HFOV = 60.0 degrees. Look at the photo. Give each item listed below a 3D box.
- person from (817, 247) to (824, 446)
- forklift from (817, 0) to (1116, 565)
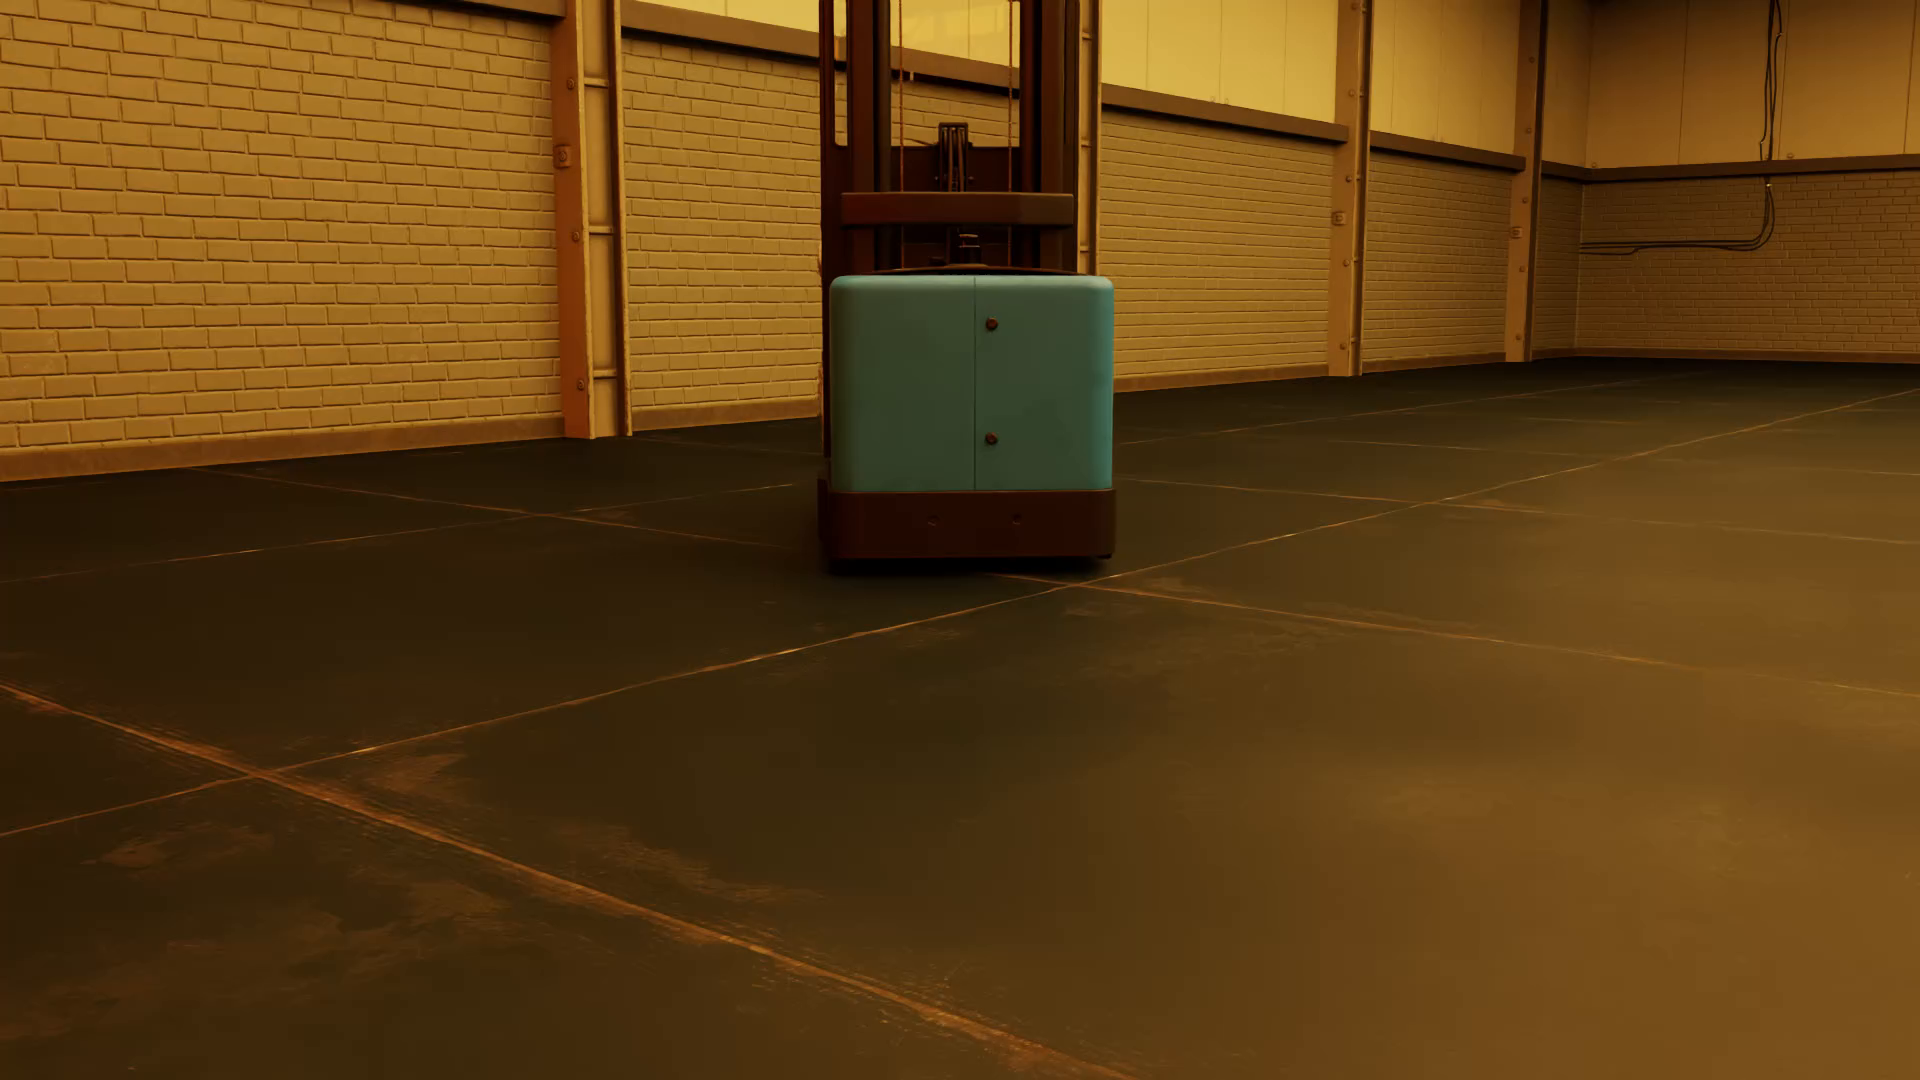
[{"bbox_3d":[-0.474,-1.340,10.374,0.853,1.634,0.879,-1,8,-7],"label":"person"},{"bbox_3d":[-0.065,-1.534,7.264,1.130,2.935,3.031,-1,8,-5],"label":"forklift"}]
